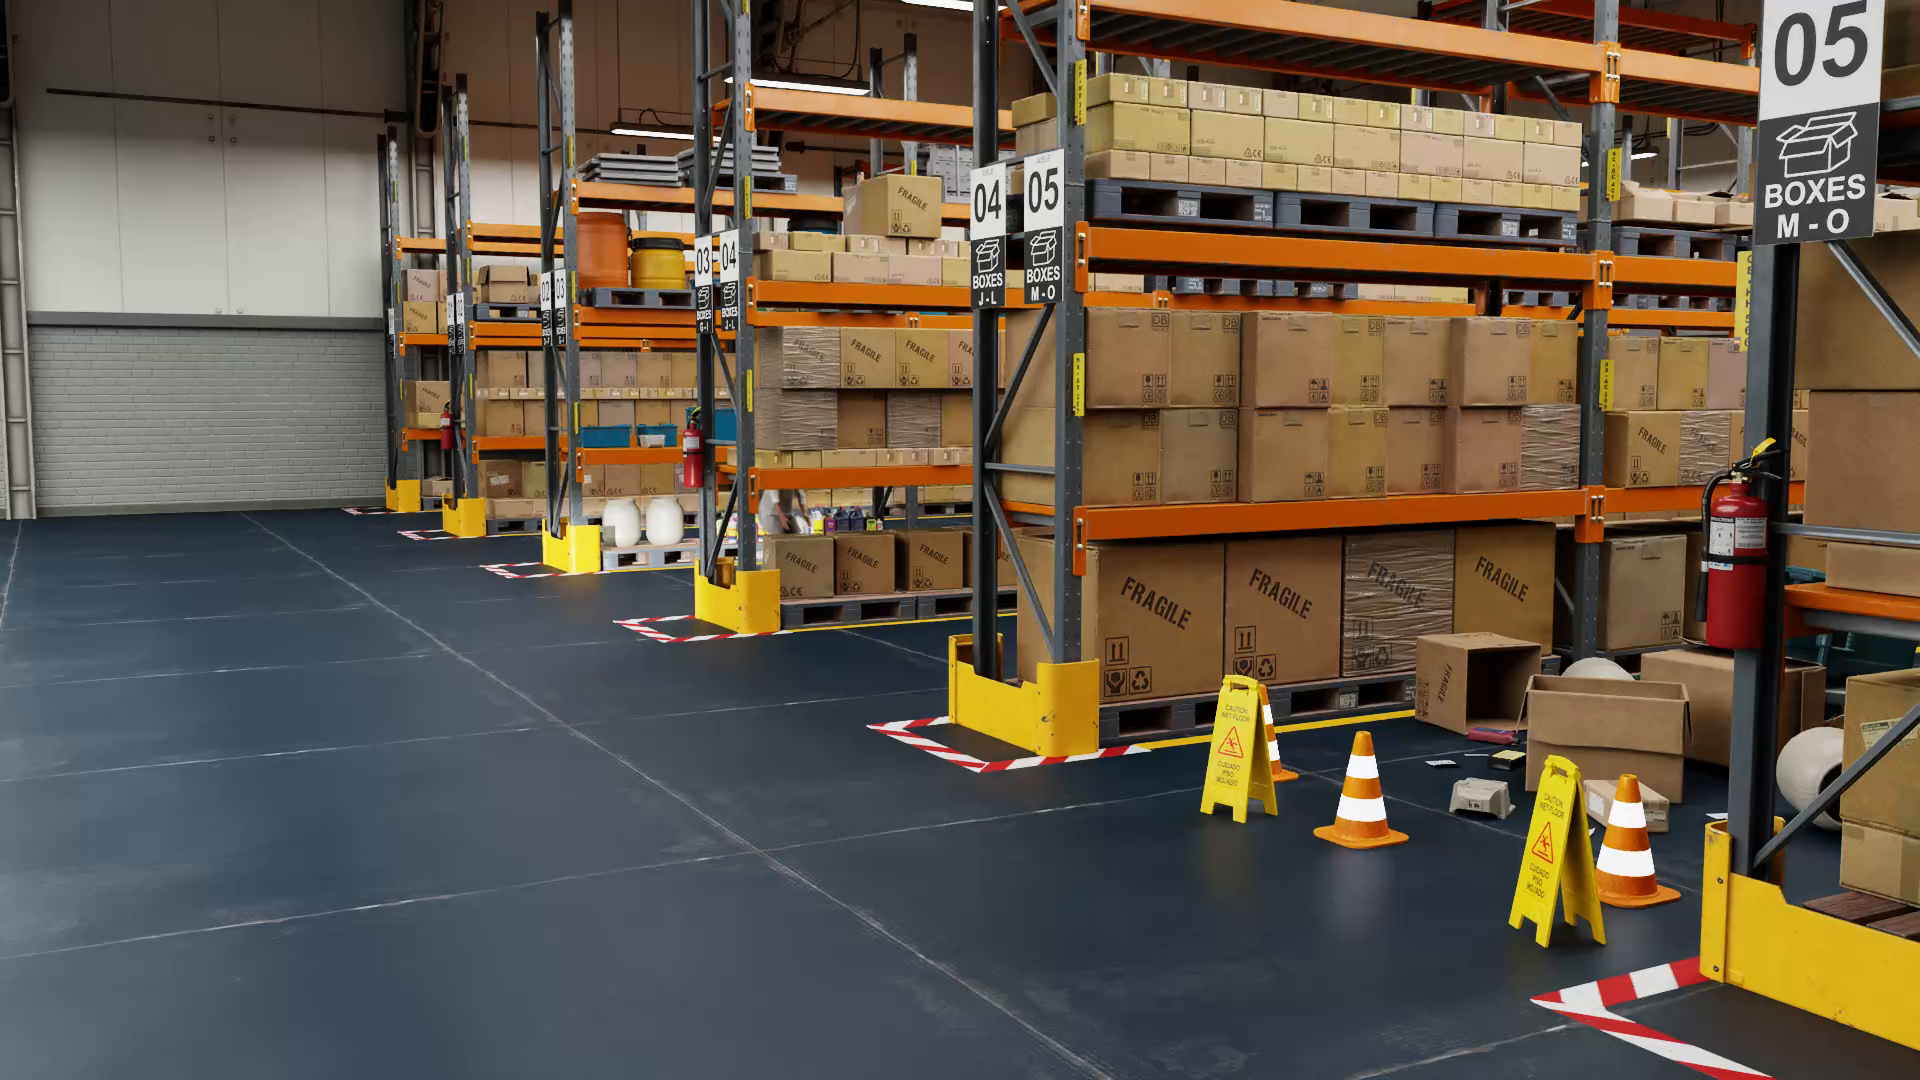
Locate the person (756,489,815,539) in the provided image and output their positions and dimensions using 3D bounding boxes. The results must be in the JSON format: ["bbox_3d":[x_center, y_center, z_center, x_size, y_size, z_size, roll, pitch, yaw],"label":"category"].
[{"bbox_3d":[-1.632,-0.100,15.786,0.688,1.242,0.462,4,6,35],"label":"person"}]
